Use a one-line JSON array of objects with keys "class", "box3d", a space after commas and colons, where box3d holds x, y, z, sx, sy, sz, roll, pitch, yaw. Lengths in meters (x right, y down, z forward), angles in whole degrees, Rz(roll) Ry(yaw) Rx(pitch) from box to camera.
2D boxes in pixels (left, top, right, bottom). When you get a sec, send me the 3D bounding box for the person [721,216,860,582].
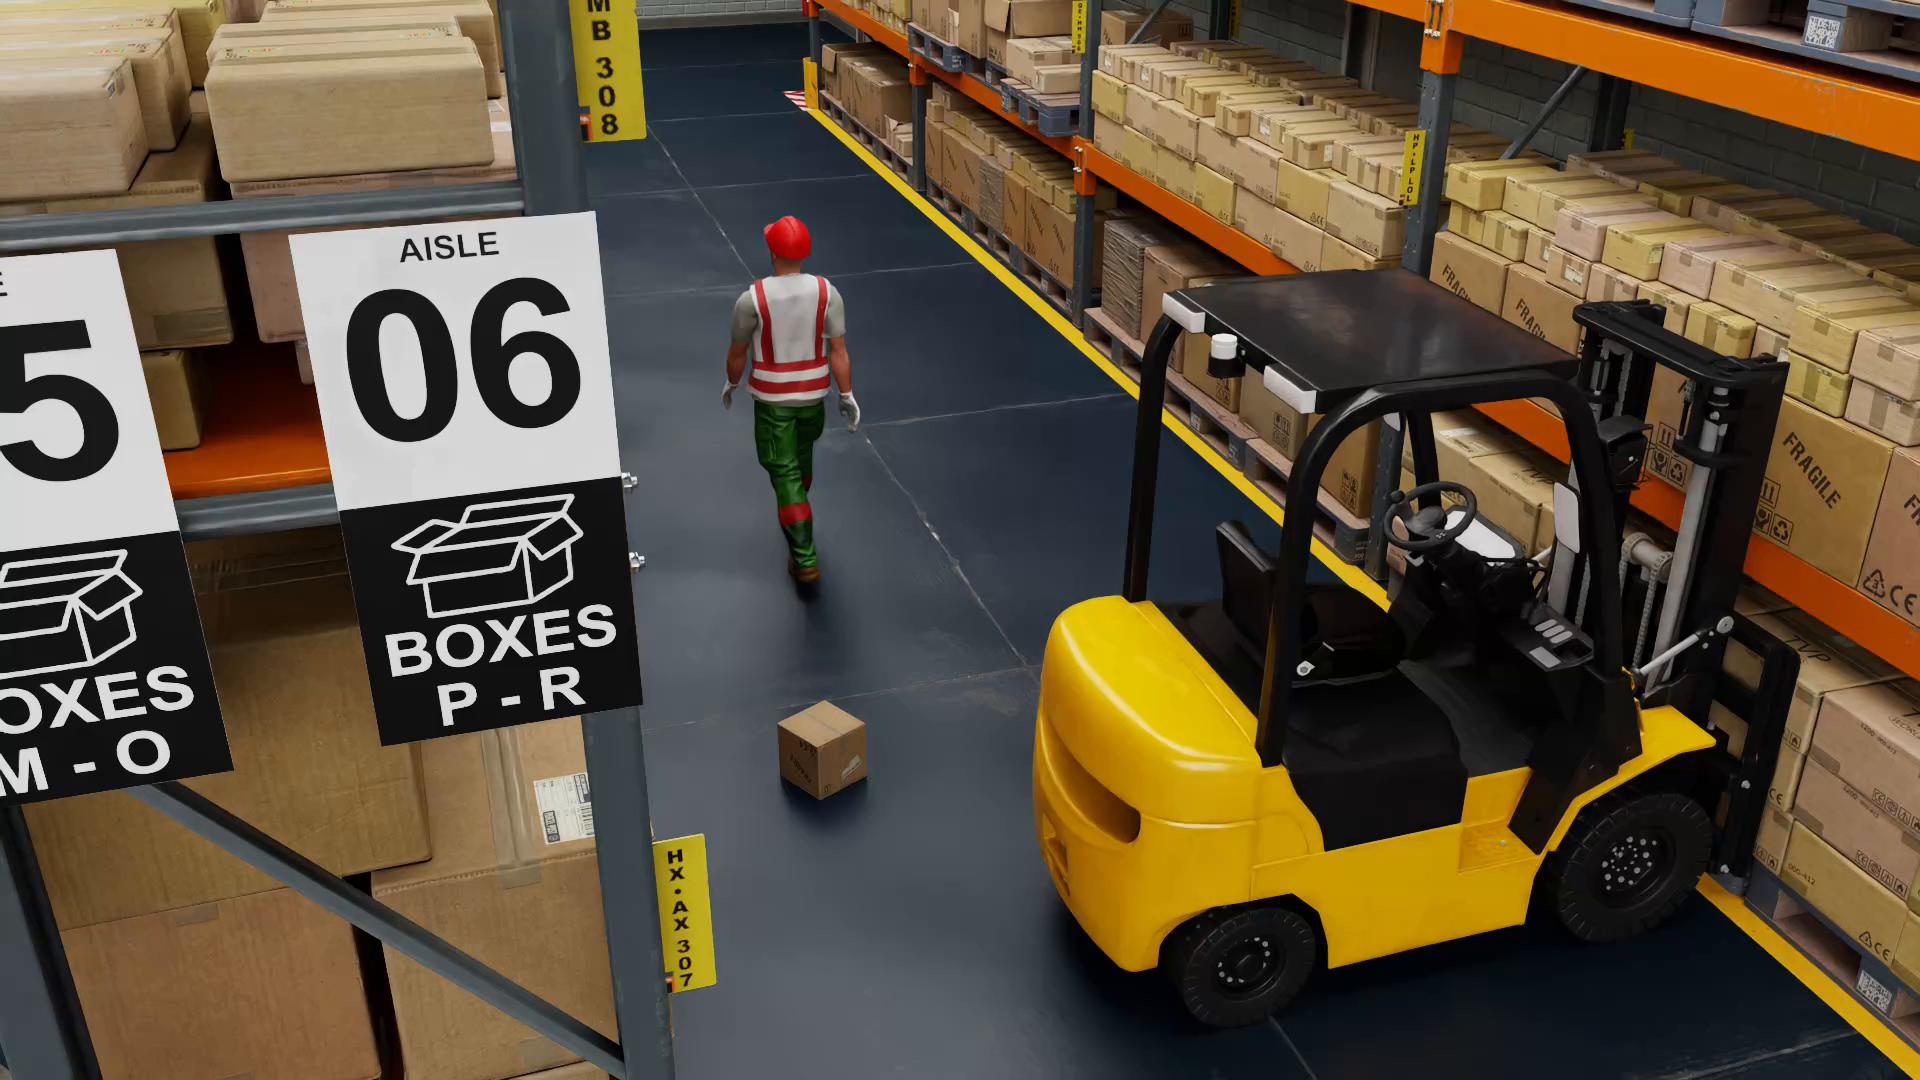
[{"class": "person", "box3d": [-0.843, -0.742, 8.113, 0.584, 1.735, 1.098, -11, 28, -22]}]
